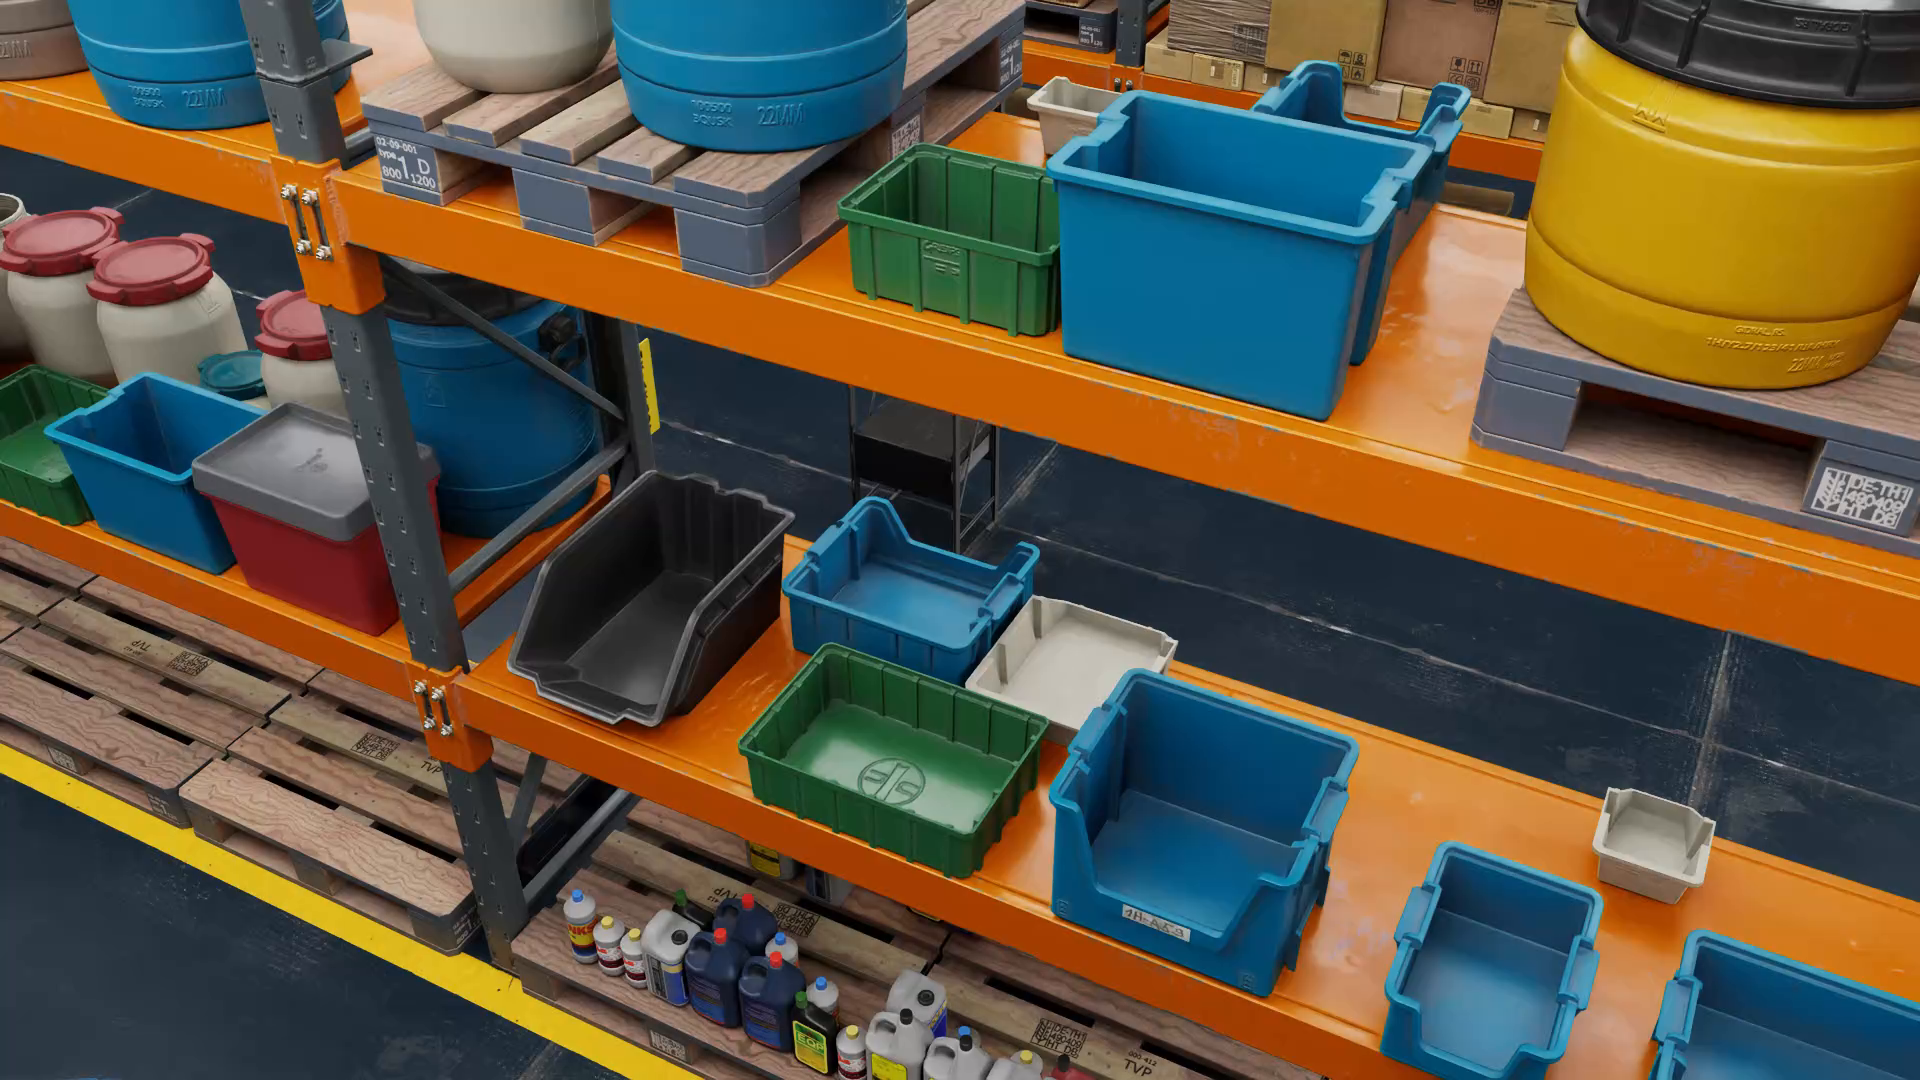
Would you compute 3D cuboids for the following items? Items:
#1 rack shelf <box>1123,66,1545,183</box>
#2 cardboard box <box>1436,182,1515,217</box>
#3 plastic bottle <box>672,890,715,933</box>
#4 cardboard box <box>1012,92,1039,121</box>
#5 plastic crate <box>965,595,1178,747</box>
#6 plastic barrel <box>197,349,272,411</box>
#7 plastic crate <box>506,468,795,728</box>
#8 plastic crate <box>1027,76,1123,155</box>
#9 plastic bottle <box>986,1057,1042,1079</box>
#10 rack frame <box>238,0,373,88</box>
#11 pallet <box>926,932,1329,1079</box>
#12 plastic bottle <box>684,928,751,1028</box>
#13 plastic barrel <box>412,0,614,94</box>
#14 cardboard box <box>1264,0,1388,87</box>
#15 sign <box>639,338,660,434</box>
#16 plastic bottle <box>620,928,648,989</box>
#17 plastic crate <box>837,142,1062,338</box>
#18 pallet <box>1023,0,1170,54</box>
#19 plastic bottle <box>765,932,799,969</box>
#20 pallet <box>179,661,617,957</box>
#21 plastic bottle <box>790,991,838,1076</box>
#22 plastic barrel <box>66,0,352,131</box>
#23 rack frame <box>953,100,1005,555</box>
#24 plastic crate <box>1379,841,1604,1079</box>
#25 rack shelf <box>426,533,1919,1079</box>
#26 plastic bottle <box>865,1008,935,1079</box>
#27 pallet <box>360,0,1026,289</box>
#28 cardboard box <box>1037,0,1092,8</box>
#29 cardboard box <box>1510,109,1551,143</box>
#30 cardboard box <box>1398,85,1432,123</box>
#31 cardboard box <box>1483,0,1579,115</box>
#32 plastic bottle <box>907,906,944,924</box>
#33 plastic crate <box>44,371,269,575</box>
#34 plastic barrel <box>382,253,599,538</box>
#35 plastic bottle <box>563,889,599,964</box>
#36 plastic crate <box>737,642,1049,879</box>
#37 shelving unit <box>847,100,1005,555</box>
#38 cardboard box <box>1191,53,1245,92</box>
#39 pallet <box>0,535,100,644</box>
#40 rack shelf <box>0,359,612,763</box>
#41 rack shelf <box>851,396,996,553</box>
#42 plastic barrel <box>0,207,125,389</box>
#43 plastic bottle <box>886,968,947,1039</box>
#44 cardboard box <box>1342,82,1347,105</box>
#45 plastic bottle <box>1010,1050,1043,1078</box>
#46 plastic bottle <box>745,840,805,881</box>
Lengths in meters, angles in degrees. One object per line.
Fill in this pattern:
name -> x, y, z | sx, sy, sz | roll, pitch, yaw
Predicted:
rack shelf -> 2.814, -1.875, 7.835 | 4.000, 0.370, 1.077 | 17, 41, 21
cardboard box -> 2.474, -1.471, 8.428 | 0.500, 0.500, 0.500 | 14, 39, 18
plastic bottle -> -0.811, 1.190, 5.085 | 0.133, 0.283, 0.061 | 17, 41, 21
cardboard box -> 0.502, -2.080, 9.213 | 0.500, 0.500, 0.700 | 14, 39, 18
plastic crate -> 0.318, 0.362, 4.511 | 0.437, 0.136, 0.530 | 17, 41, 21
plastic barrel -> -2.345, -0.454, 5.482 | 0.301, 0.262, 0.301 | 0, 37, 0
plastic crate -> -0.834, 0.180, 4.584 | 0.504, 0.338, 0.767 | 17, 41, 21
plastic crate -> 0.371, -0.919, 3.717 | 0.396, 0.136, 0.243 | 17, 41, 21
plastic bottle -> 0.145, 1.564, 4.597 | 0.135, 0.276, 0.152 | 16, 40, 20
rack frame -> -1.240, -2.448, 3.033 | 0.127, 3.000, 1.000 | 17, 41, 21
pallet -> 0.424, 1.599, 4.968 | 1.213, 0.211, 1.003 | 17, 41, 21
plastic bottle -> -0.714, 1.268, 4.925 | 0.185, 0.351, 0.144 | 18, 41, 23
plastic barrel -> -0.948, -1.240, 3.482 | 0.421, 0.512, 0.421 | 0, 37, 0
cardboard box -> 1.837, -2.560, 7.813 | 0.500, 0.500, 0.875 | 17, 41, 21
sign -> -0.977, -0.461, 5.148 | 0.005, 0.325, 0.100 | 17, 41, 21
plastic bottle -> -0.978, 1.261, 5.058 | 0.097, 0.201, 0.097 | 0, 37, 0
plastic crate -> 0.036, -0.584, 3.233 | 0.450, 0.188, 0.336 | 17, 41, 21
pallet -> 0.426, -2.932, 8.791 | 1.213, 0.211, 1.003 | 17, 41, 21
plastic bottle -> -0.530, 1.275, 4.982 | 0.097, 0.271, 0.097 | 0, 37, 0
pallet -> -1.955, 0.854, 5.950 | 1.213, 0.211, 1.003 | 17, 41, 21
plastic bottle -> -0.419, 1.416, 4.787 | 0.133, 0.283, 0.061 | 19, 41, 23
plastic barrel -> -1.792, -1.478, 3.821 | 0.708, 0.901, 0.600 | 17, 41, 21
rack frame -> 0.070, -0.815, 6.586 | 0.015, 2.100, 0.400 | 17, 41, 21
plastic crate -> 1.156, 0.950, 3.640 | 0.408, 0.251, 0.499 | 17, 41, 21
rack shelf -> 0.536, 0.784, 4.332 | 4.000, 0.370, 1.077 | 17, 41, 21
plastic bottle -> -0.169, 1.439, 4.700 | 0.185, 0.351, 0.144 | 17, 40, 21
pallet -> -0.555, -1.030, 3.802 | 1.003, 0.211, 1.213 | 17, 41, 21
cardboard box -> 0.397, -3.420, 8.432 | 1.000, 1.000, 1.000 | 18, 41, 22
cardboard box -> 2.671, -1.942, 7.535 | 0.250, 0.149, 0.380 | 17, 41, 21
cardboard box -> 2.212, -2.062, 7.694 | 0.250, 0.149, 0.380 | 17, 41, 21
cardboard box -> 2.752, -2.314, 7.489 | 0.500, 0.500, 0.875 | 17, 41, 21
plastic bottle -> -0.103, 1.078, 5.232 | 0.133, 0.283, 0.061 | 17, 41, 21
plastic crate -> -2.363, -0.192, 5.036 | 0.575, 0.384, 0.392 | 17, 41, 21
plastic barrel -> -1.444, -0.529, 5.051 | 0.708, 0.901, 0.600 | 17, 41, 21
plastic bottle -> -1.159, 1.177, 5.112 | 0.097, 0.271, 0.097 | 0, 37, 0
plastic crate -> -0.165, 0.555, 4.214 | 0.662, 0.188, 0.450 | 17, 41, 21
shelving unit -> -0.147, -0.882, 6.676 | 0.503, 2.100, 0.431 | 17, 41, 21
cardboard box -> 1.306, -2.320, 8.033 | 0.250, 0.149, 0.380 | 17, 41, 21
pallet -> -4.122, 0.176, 6.844 | 1.213, 0.211, 1.003 | 17, 41, 21
rack shelf -> -3.016, -0.328, 5.797 | 4.000, 0.370, 1.077 | 17, 41, 21
rack shelf -> -0.147, -0.314, 7.107 | 0.480, 0.518, 0.431 | 17, 41, 21
plastic barrel -> -3.025, -0.821, 5.738 | 0.433, 0.535, 0.433 | 0, 37, 0
plastic bottle -> -0.123, 1.382, 4.837 | 0.135, 0.276, 0.152 | 17, 41, 21
cardboard box -> 1.767, -2.201, 7.877 | 0.250, 0.149, 0.380 | 17, 41, 21
plastic bottle -> 0.186, 1.522, 4.715 | 0.097, 0.201, 0.097 | 0, 37, 0
plastic bottle -> -0.602, 0.923, 5.381 | 0.185, 0.351, 0.144 | 17, 41, 21
